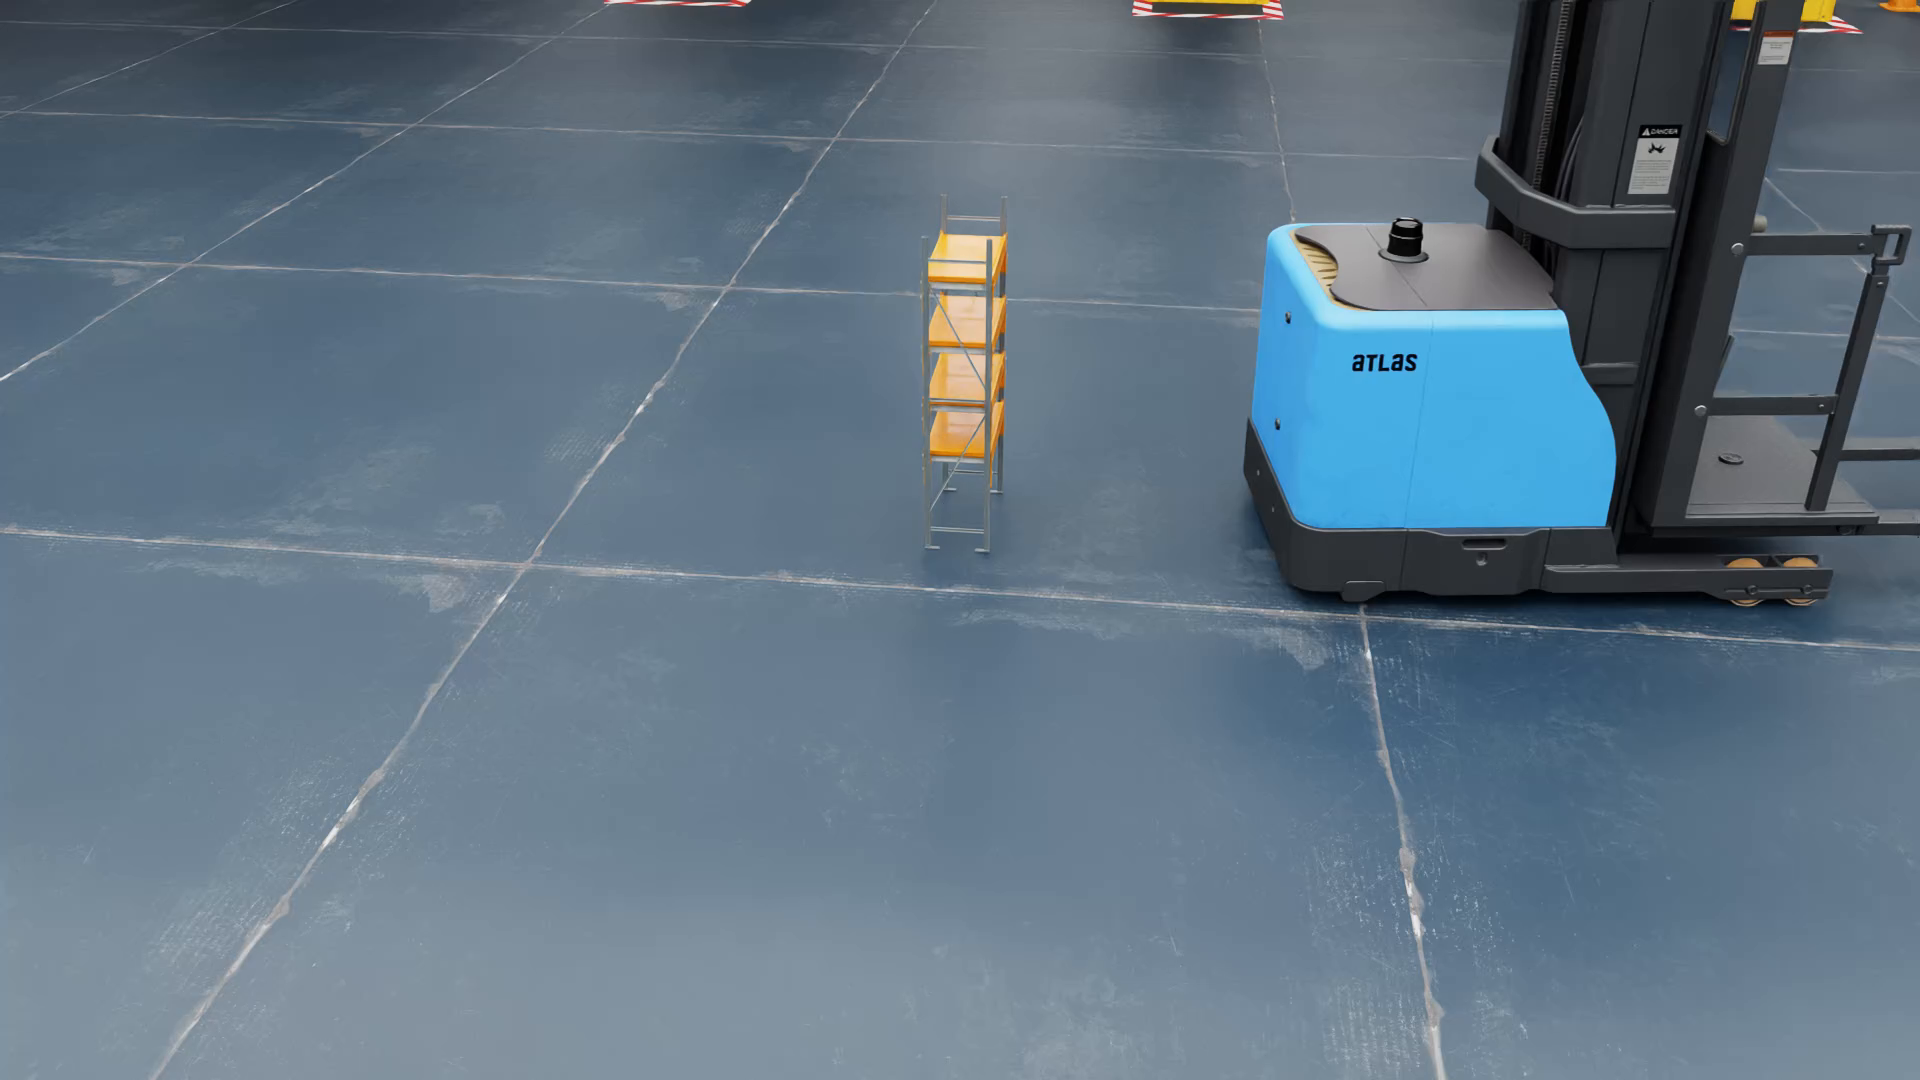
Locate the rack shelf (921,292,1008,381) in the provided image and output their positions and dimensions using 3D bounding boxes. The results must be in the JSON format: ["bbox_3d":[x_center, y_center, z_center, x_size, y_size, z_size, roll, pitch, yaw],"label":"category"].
[{"bbox_3d":[0.020,-0.744,6.036,0.258,0.148,0.480,3,28,6],"label":"rack shelf"}]

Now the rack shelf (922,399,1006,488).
[{"bbox_3d":[0.020,-0.372,6.236,0.258,0.148,0.480,3,28,6],"label":"rack shelf"}]

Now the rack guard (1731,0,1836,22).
[{"bbox_3d":[7.228,-4.955,14.920,1.175,0.500,0.348,3,28,6],"label":"rack guard"}]

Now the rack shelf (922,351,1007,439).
[{"bbox_3d":[0.020,-0.547,6.142,0.258,0.148,0.480,3,28,6],"label":"rack shelf"}]

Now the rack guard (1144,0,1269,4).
[{"bbox_3d":[2.330,-5.338,15.631,1.175,0.500,0.348,3,28,6],"label":"rack guard"}]

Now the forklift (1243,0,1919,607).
[{"bbox_3d":[2.647,-1.310,5.591,3.031,2.935,1.130,-1,28,-1],"label":"forklift"}]

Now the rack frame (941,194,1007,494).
[{"bbox_3d":[0.050,-0.721,6.323,0.240,1.200,0.015,3,28,6],"label":"rack frame"}]

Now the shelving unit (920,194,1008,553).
[{"bbox_3d":[0.020,-0.606,6.110,0.258,1.200,0.503,3,28,6],"label":"shelving unit"}]

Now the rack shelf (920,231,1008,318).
[{"bbox_3d":[0.020,-0.952,5.924,0.258,0.148,0.480,3,28,6],"label":"rack shelf"}]

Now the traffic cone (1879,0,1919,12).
[{"bbox_3d":[8.705,-5.117,15.261,0.336,0.463,0.334,3,28,6],"label":"traffic cone"}]

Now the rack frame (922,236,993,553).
[{"bbox_3d":[-0.010,-0.491,5.897,0.240,1.200,0.015,3,28,6],"label":"rack frame"}]
